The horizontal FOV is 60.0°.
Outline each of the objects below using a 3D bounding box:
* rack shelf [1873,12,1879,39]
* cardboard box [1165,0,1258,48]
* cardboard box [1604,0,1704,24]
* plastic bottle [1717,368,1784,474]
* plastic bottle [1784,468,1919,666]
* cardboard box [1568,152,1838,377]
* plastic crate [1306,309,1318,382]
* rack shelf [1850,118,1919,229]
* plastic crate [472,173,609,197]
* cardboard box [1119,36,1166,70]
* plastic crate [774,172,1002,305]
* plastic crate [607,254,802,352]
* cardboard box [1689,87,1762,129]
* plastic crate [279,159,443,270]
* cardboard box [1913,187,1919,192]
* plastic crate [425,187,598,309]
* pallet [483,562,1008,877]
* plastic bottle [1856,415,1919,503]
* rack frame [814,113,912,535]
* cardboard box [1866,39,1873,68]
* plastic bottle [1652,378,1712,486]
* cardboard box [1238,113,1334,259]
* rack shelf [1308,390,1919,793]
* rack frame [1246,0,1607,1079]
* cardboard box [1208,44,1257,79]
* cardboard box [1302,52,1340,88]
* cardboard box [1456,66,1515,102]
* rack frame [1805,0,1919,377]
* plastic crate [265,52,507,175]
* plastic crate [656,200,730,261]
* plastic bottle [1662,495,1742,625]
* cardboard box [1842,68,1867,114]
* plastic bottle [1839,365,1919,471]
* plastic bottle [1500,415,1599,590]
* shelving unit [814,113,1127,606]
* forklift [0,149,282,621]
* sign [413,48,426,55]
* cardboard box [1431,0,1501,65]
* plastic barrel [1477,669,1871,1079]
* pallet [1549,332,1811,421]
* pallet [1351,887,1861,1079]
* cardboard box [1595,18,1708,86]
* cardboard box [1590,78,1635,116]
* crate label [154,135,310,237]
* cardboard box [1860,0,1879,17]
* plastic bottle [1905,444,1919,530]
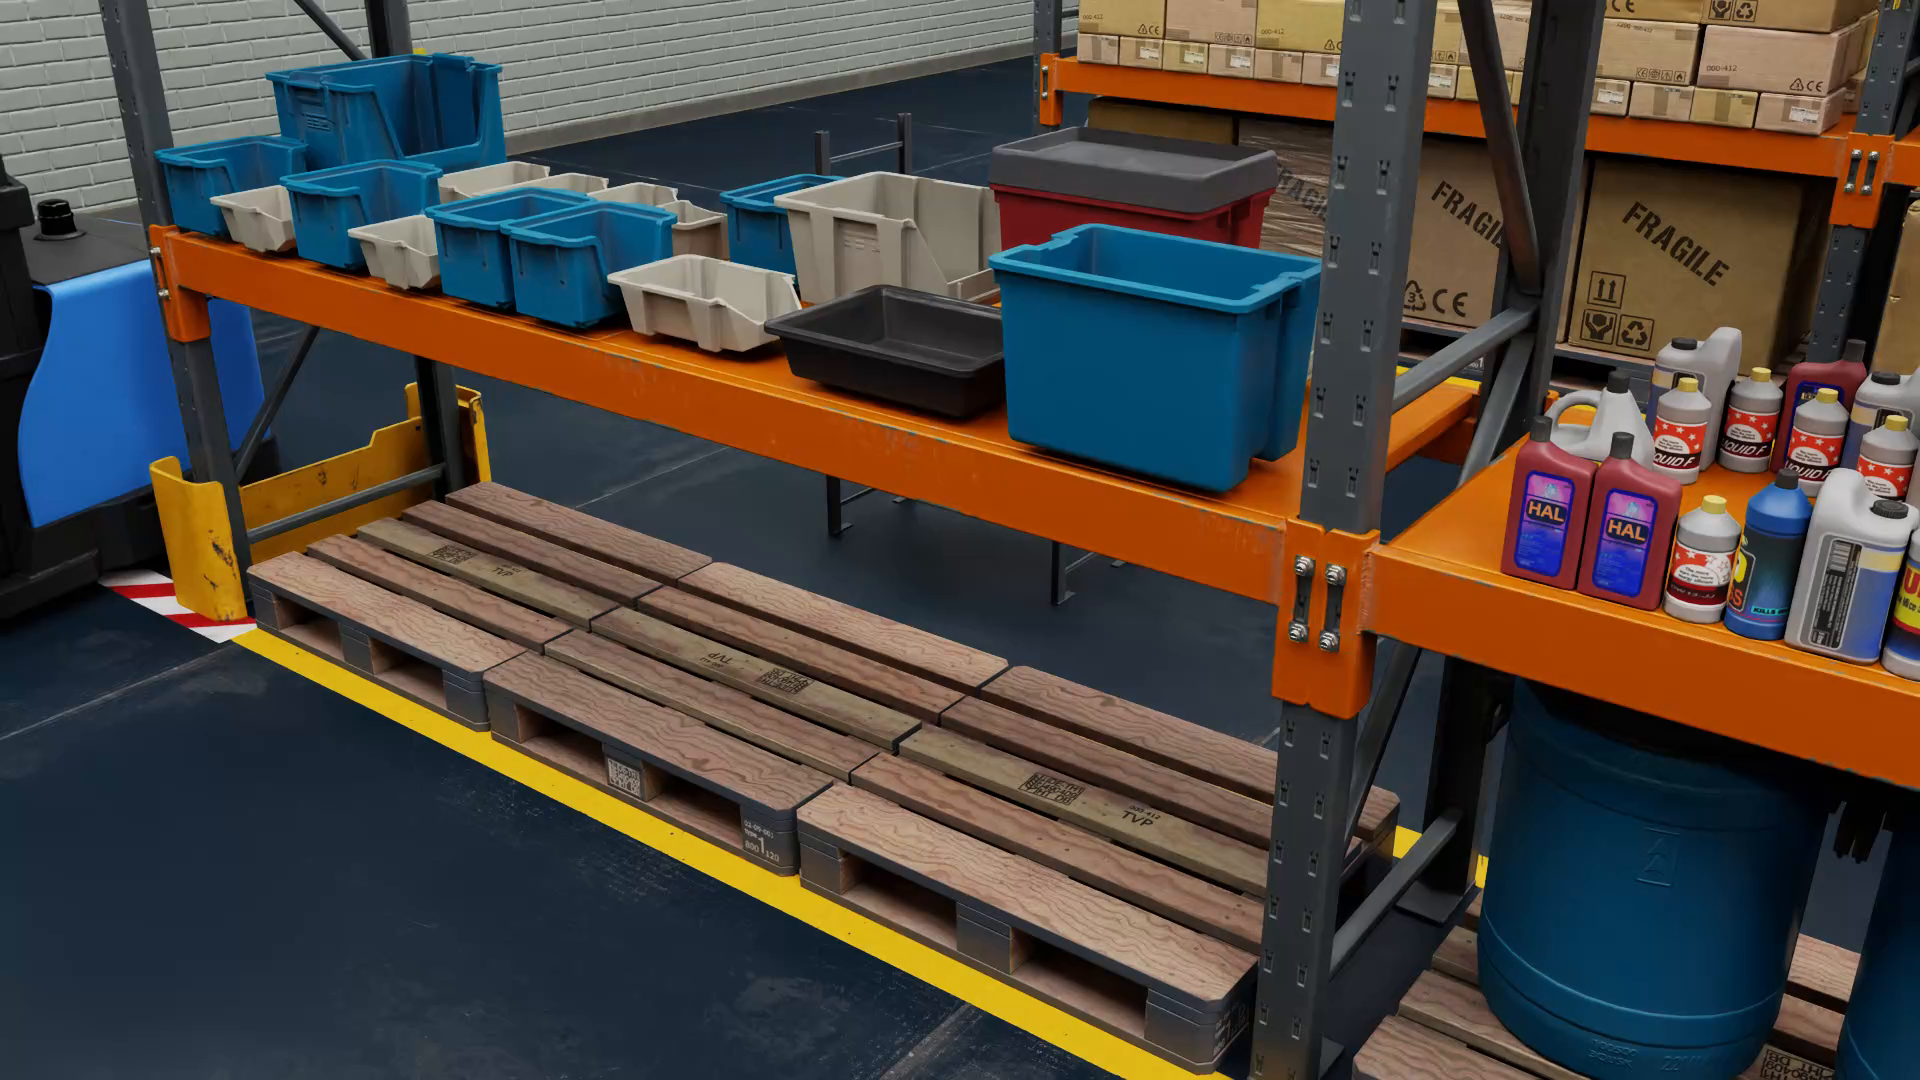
[{"bbox_3d":[5.393,-3.673,11.759,4.000,0.370,1.077,17,29,33],"label":"rack shelf"},{"bbox_3d":[1.379,-2.651,8.363,0.500,0.250,0.500,16,29,33],"label":"cardboard box"},{"bbox_3d":[3.011,-2.501,7.093,0.500,0.500,0.500,17,29,34],"label":"cardboard box"},{"bbox_3d":[1.586,-0.244,3.329,0.097,0.201,0.097,0,24,0],"label":"plastic bottle"},{"bbox_3d":[1.402,0.035,2.604,0.135,0.276,0.152,17,29,33],"label":"plastic bottle"},{"bbox_3d":[3.458,-1.348,7.704,0.875,0.875,0.875,17,29,33],"label":"cardboard box"},{"bbox_3d":[0.680,-0.410,3.714,0.243,0.136,0.396,17,29,33],"label":"plastic crate"},{"bbox_3d":[5.538,-1.130,5.987,4.000,0.370,1.077,17,29,33],"label":"rack shelf"},{"bbox_3d":[-1.249,-1.005,5.064,0.243,0.136,0.396,17,29,33],"label":"plastic crate"},{"bbox_3d":[1.029,-2.541,8.609,0.250,0.149,0.380,16,29,33],"label":"cardboard box"},{"bbox_3d":[-0.144,-0.747,4.297,0.530,0.282,0.437,17,29,33],"label":"plastic crate"},{"bbox_3d":[-0.607,-0.576,4.089,0.466,0.136,0.293,17,29,33],"label":"plastic crate"},{"bbox_3d":[3.291,-1.858,7.059,0.250,0.149,0.380,17,29,34],"label":"cardboard box"},{"bbox_3d":[-1.707,-0.938,4.792,0.300,0.233,0.416,17,29,33],"label":"plastic crate"},{"bbox_3d":[6.475,-2.391,10.972,0.250,0.149,0.380,17,29,34],"label":"cardboard box"},{"bbox_3d":[-1.180,-0.779,4.430,0.300,0.233,0.416,17,29,33],"label":"plastic crate"},{"bbox_3d":[-0.625,0.471,4.919,1.213,0.211,1.003,17,29,33],"label":"pallet"},{"bbox_3d":[1.709,-0.130,3.071,0.097,0.201,0.097,0,24,0],"label":"plastic bottle"},{"bbox_3d":[-0.339,-0.789,6.180,0.032,1.500,0.500,17,29,33],"label":"rack frame"},{"bbox_3d":[8.726,-4.563,15.542,0.875,0.438,0.875,16,28,32],"label":"cardboard box"},{"bbox_3d":[1.416,-0.218,3.271,0.097,0.201,0.097,0,24,0],"label":"plastic bottle"},{"bbox_3d":[2.025,-1.781,8.686,0.875,0.875,0.875,17,29,33],"label":"cardboard box"},{"bbox_3d":[2.568,0.468,2.360,4.000,0.370,1.077,17,29,33],"label":"rack shelf"},{"bbox_3d":[0.967,-0.345,3.312,0.127,3.000,1.000,17,29,33],"label":"rack frame"},{"bbox_3d":[1.444,-2.417,8.327,0.250,0.149,0.380,16,29,33],"label":"cardboard box"},{"bbox_3d":[1.853,-2.293,8.045,0.250,0.149,0.380,16,29,33],"label":"cardboard box"},{"bbox_3d":[2.469,-2.107,7.622,0.250,0.149,0.380,16,29,32],"label":"cardboard box"},{"bbox_3d":[3.938,-1.943,6.939,0.127,3.000,1.000,17,29,33],"label":"rack frame"},{"bbox_3d":[-1.854,-1.335,5.442,0.499,0.435,0.616,17,29,33],"label":"plastic crate"},{"bbox_3d":[-0.764,-0.880,4.780,0.250,0.136,0.298,17,29,33],"label":"plastic crate"},{"bbox_3d":[1.215,0.027,2.716,0.097,0.201,0.097,0,24,0],"label":"plastic bottle"},{"bbox_3d":[3.900,-2.007,7.396,0.250,0.149,0.380,17,29,33],"label":"cardboard box"},{"bbox_3d":[1.769,-0.209,3.157,0.135,0.276,0.152,17,29,33],"label":"plastic bottle"},{"bbox_3d":[1.005,-0.065,2.822,0.133,0.283,0.061,17,29,33],"label":"plastic bottle"},{"bbox_3d":[0.068,-0.666,5.901,1.048,1.500,0.538,17,29,33],"label":"shelving unit"},{"bbox_3d":[-3.757,-1.026,4.944,1.130,2.935,3.031,12,26,25],"label":"forklift"},{"bbox_3d":[-1.917,-1.568,5.887,0.005,0.325,0.100,17,29,33],"label":"sign"},{"bbox_3d":[2.200,-2.404,7.802,0.500,0.250,0.500,16,28,32],"label":"cardboard box"},{"bbox_3d":[1.392,0.560,3.340,0.708,0.901,0.600,17,29,33],"label":"plastic barrel"},{"bbox_3d":[3.376,-0.876,7.976,1.213,0.211,1.003,17,29,33],"label":"pallet"},{"bbox_3d":[1.560,1.131,3.421,1.213,0.211,1.003,17,29,33],"label":"pallet"},{"bbox_3d":[3.011,-2.157,7.242,0.500,0.250,0.500,18,29,35],"label":"cardboard box"},{"bbox_3d":[2.880,-1.982,7.341,0.250,0.149,0.380,17,29,34],"label":"cardboard box"},{"bbox_3d":[-2.233,-1.097,5.153,0.303,0.233,0.416,17,29,33],"label":"crate label"},{"bbox_3d":[3.708,-2.552,7.208,0.500,0.500,0.500,17,29,33],"label":"cardboard box"},{"bbox_3d":[1.812,-0.159,2.952,0.185,0.351,0.144,17,29,33],"label":"plastic bottle"}]
